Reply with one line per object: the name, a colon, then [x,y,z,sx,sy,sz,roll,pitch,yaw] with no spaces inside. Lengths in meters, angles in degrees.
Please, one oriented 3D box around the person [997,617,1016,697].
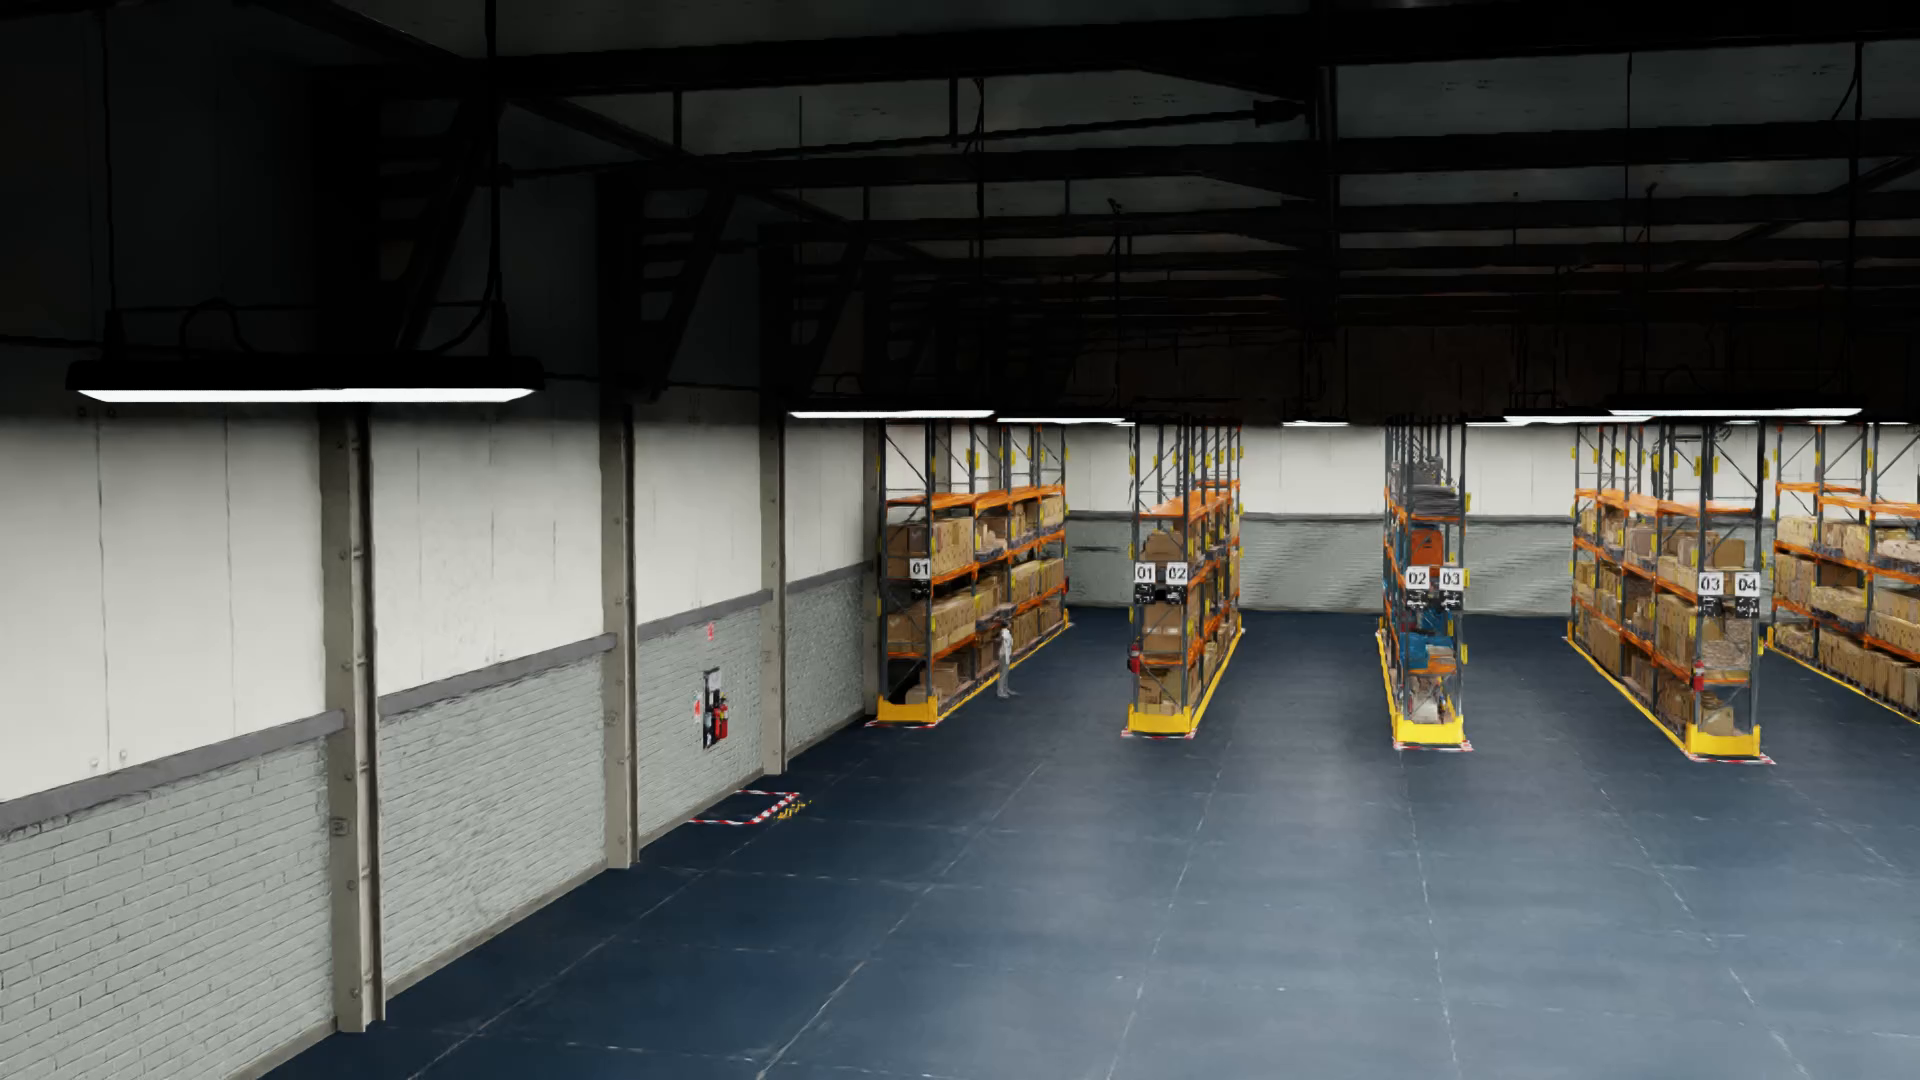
person: [0.999,2.477,35.375,0.433,1.684,0.550,0,4,-4]
